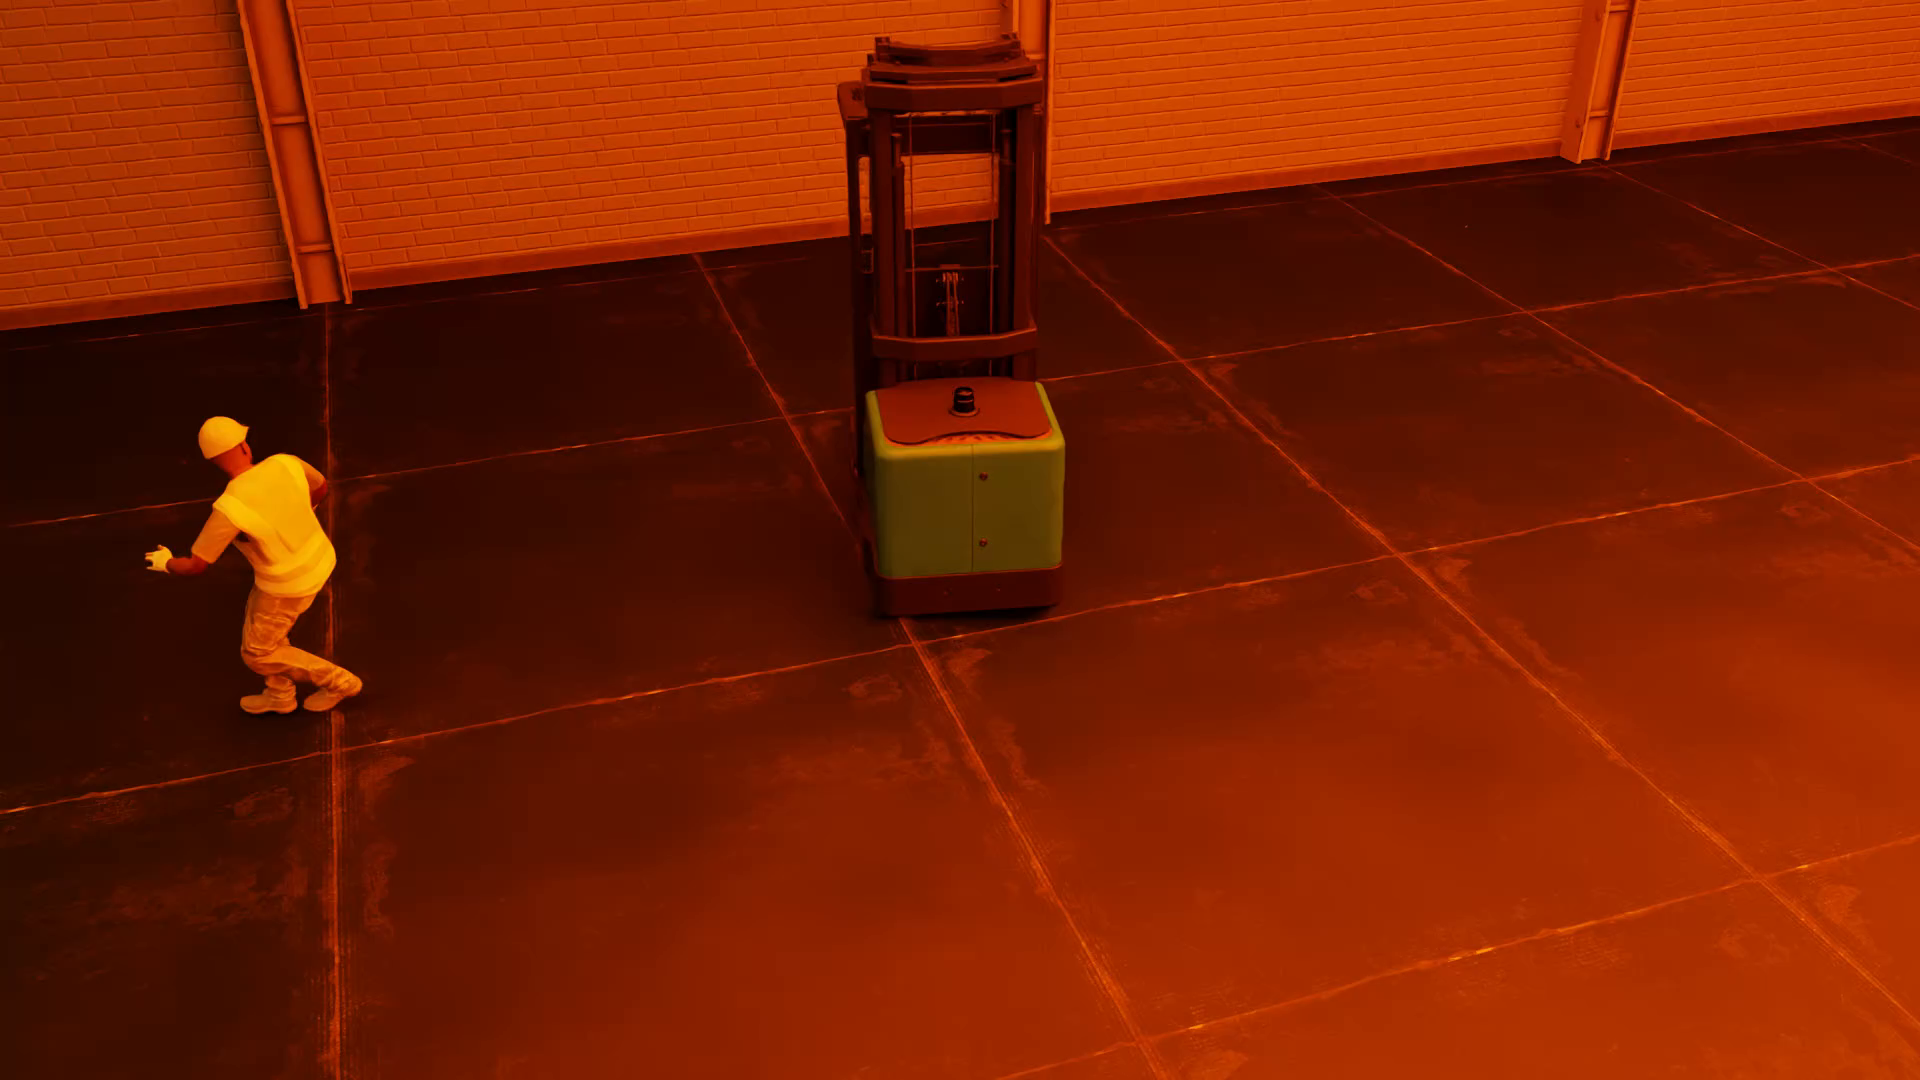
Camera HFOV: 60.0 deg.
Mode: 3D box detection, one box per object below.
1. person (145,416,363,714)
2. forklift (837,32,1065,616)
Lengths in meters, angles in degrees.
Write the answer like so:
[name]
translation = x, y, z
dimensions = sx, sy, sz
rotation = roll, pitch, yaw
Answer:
[person]
translation = -3.456, 0.115, 8.178
dimensions = 0.851, 1.643, 0.913
rotation = 3, 30, 4
[forklift]
translation = -0.118, -1.565, 9.807
dimensions = 1.130, 2.935, 3.031
rotation = -4, 30, -6
